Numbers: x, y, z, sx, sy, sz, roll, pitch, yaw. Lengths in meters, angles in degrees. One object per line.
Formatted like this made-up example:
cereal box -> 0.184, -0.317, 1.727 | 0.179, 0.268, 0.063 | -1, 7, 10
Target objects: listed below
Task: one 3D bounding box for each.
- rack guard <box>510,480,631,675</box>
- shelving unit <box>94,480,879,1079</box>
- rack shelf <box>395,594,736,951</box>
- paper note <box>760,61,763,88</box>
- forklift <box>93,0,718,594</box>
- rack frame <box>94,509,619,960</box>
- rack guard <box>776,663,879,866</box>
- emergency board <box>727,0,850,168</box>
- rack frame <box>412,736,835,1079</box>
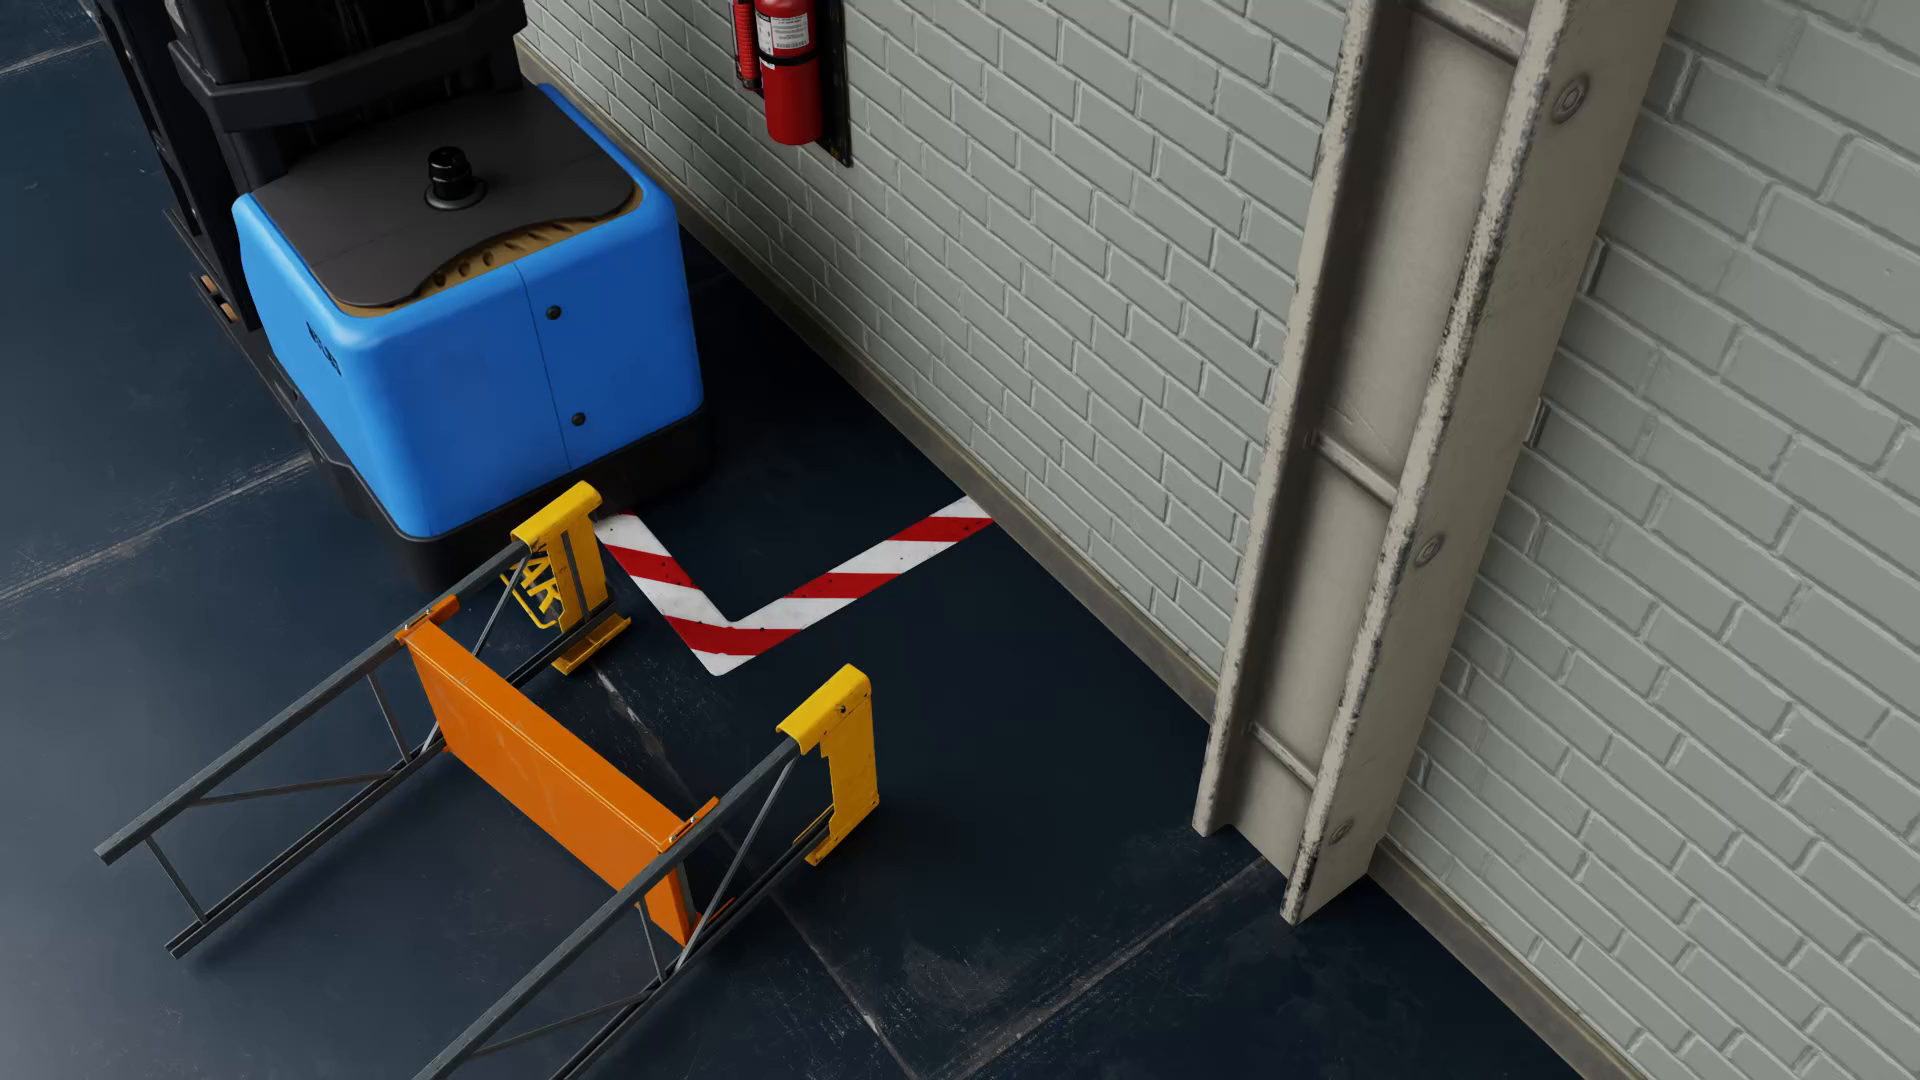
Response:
rack guard -> -1.098, 0.115, 4.728 | 0.087, 0.587, 0.250 | 32, 56, 26
shelving unit -> -1.118, 0.709, 4.194 | 1.083, 0.587, 1.500 | 32, 56, 26
rack shelf -> -1.009, 0.602, 4.290 | 1.000, 0.538, 0.185 | 32, 56, 26
paper note -> -0.646, -1.498, 5.178 | 0.016, 0.148, 0.142 | -29, 54, -24
forklift -> -2.078, -1.869, 4.966 | 1.130, 2.935, 3.031 | -29, 54, -24
rack frame -> -1.514, 0.463, 4.417 | 0.032, 0.500, 1.500 | 32, 56, 26
rack guard -> -0.335, 0.589, 4.298 | 0.087, 0.587, 0.250 | 32, 56, 26
emergency board -> -0.594, -1.658, 4.729 | 0.194, 1.169, 0.643 | -29, 54, -24
rack frame -> -0.735, 0.947, 3.978 | 0.032, 0.500, 1.500 | 32, 56, 26
